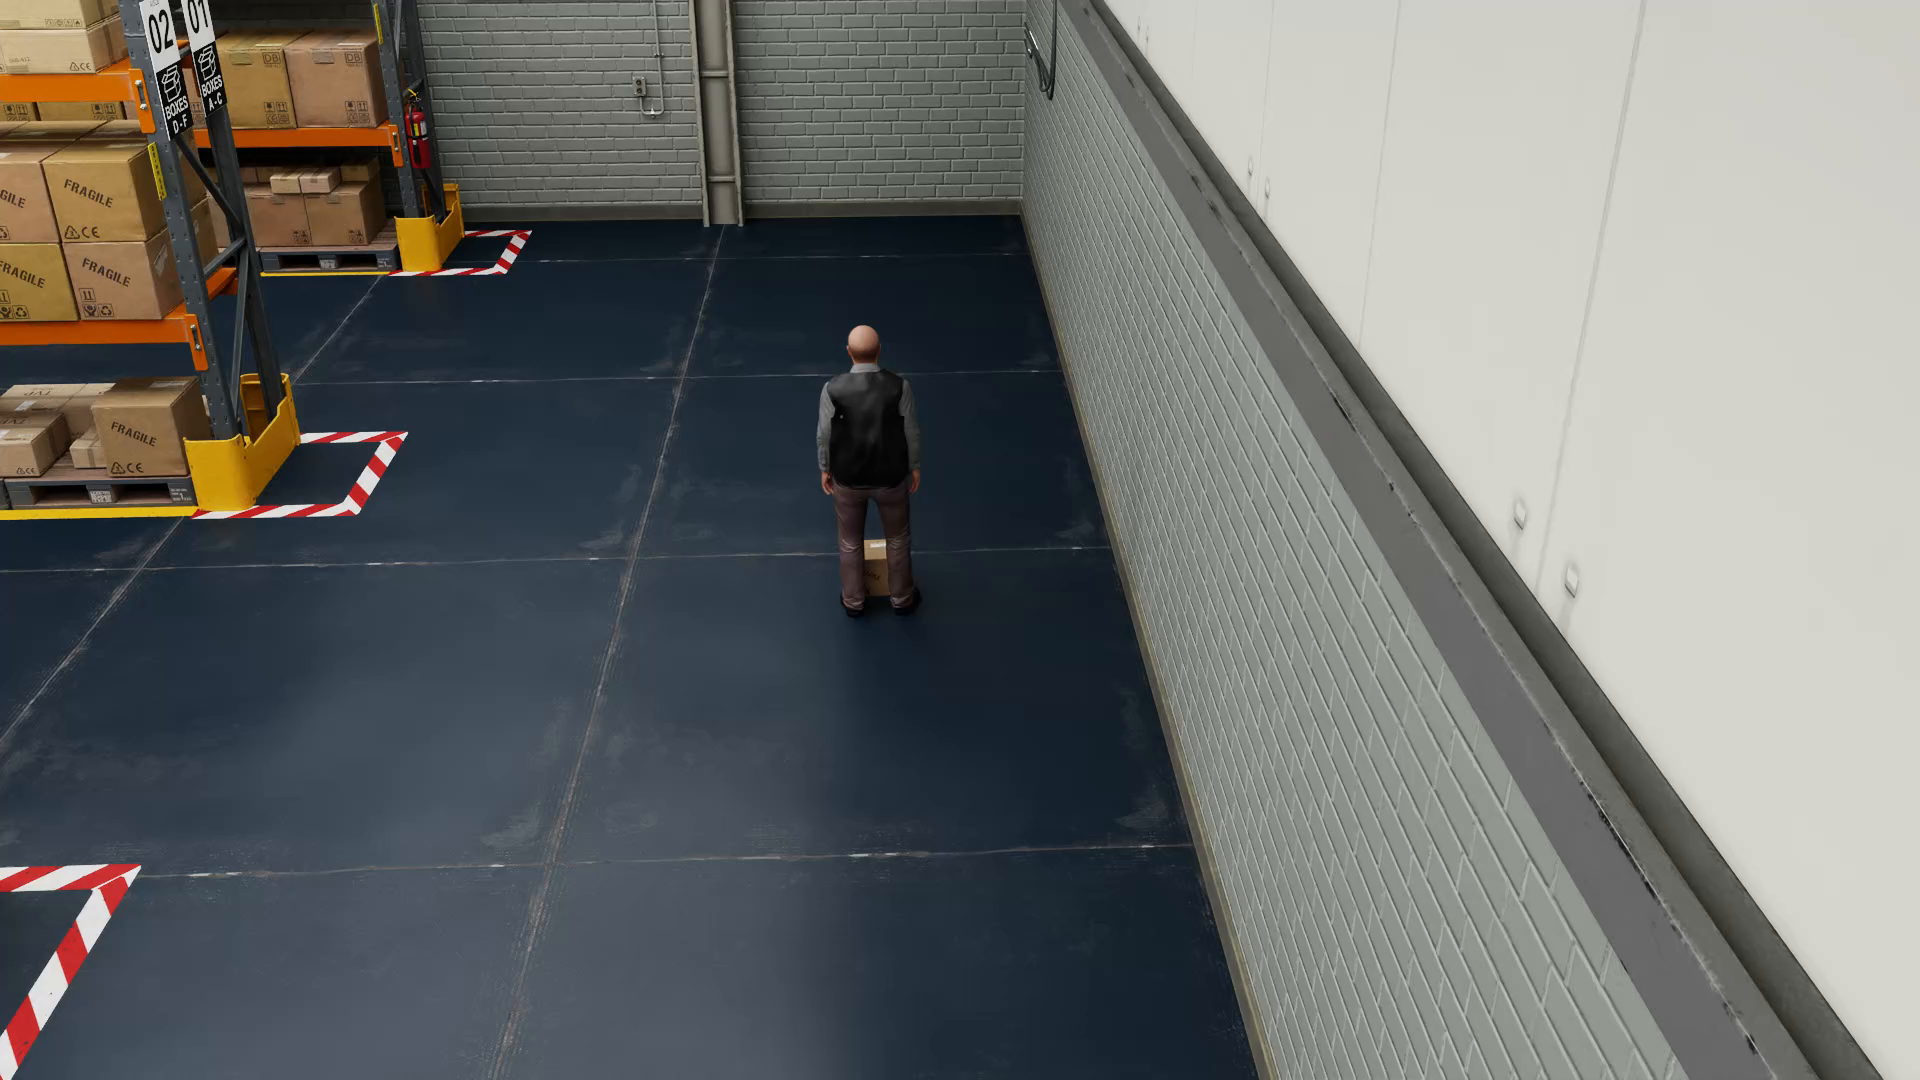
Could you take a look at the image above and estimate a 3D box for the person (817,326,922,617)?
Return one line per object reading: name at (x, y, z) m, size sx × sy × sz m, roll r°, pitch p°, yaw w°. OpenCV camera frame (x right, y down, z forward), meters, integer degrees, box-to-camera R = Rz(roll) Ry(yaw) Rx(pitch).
person at (-0.503, -0.311, 9.359) m, size 0.580 × 1.617 × 0.421 m, roll -1°, pitch 27°, yaw -2°
